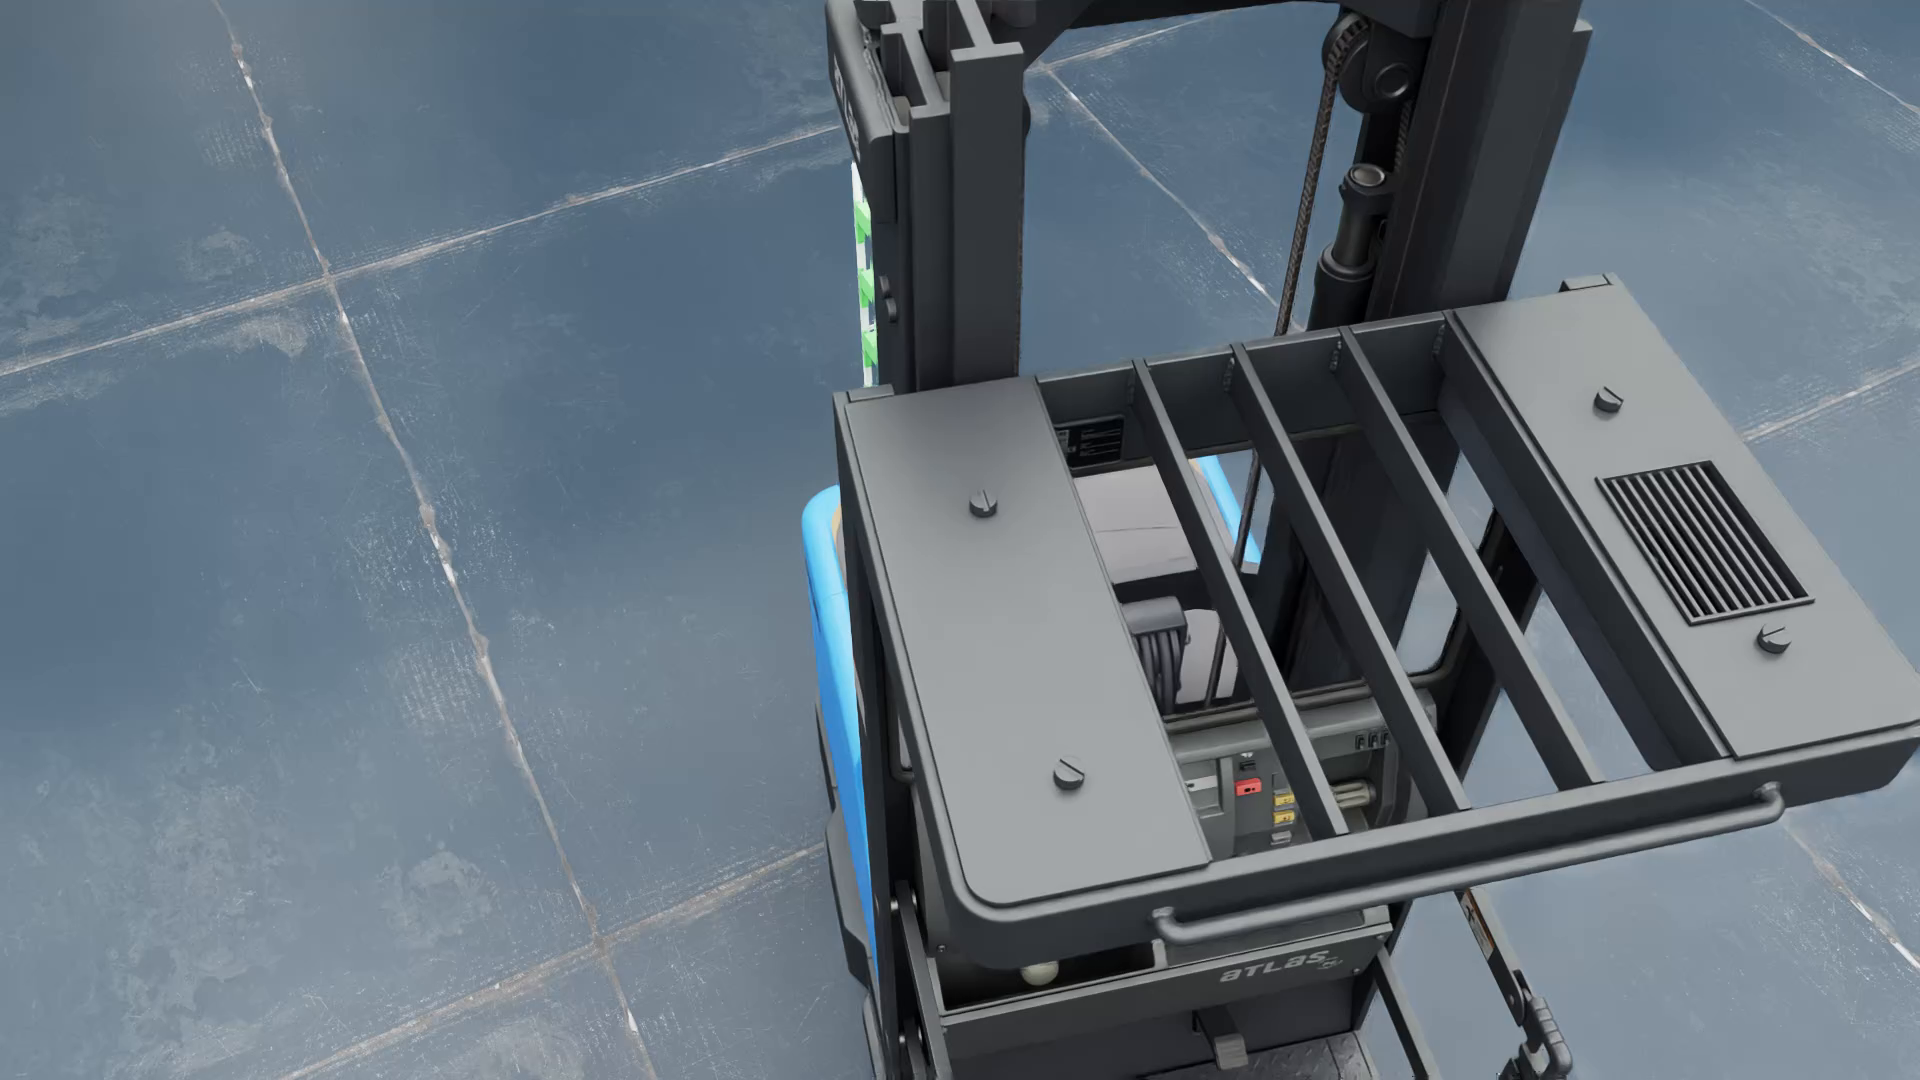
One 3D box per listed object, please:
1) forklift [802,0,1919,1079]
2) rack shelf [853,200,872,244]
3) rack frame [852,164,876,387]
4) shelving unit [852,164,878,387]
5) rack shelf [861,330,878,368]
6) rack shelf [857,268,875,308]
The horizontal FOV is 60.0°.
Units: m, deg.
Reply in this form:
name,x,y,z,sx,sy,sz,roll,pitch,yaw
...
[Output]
name,x,y,z,sx,sy,sz,roll,pitch,yaw
forklift,0.433,0.625,2.756,1.130,2.935,3.031,-10,50,-8
rack shelf,-0.076,-0.780,4.582,0.258,0.148,0.480,-21,52,-18
rack frame,-0.187,-0.669,5.038,0.240,1.200,0.015,-21,52,-18
shelving unit,-0.076,-0.506,4.895,0.258,1.200,0.503,-21,52,-18
rack shelf,-0.076,-0.464,4.943,0.258,0.148,0.480,-21,52,-18
rack shelf,-0.076,-0.622,4.763,0.258,0.148,0.480,-21,52,-18
